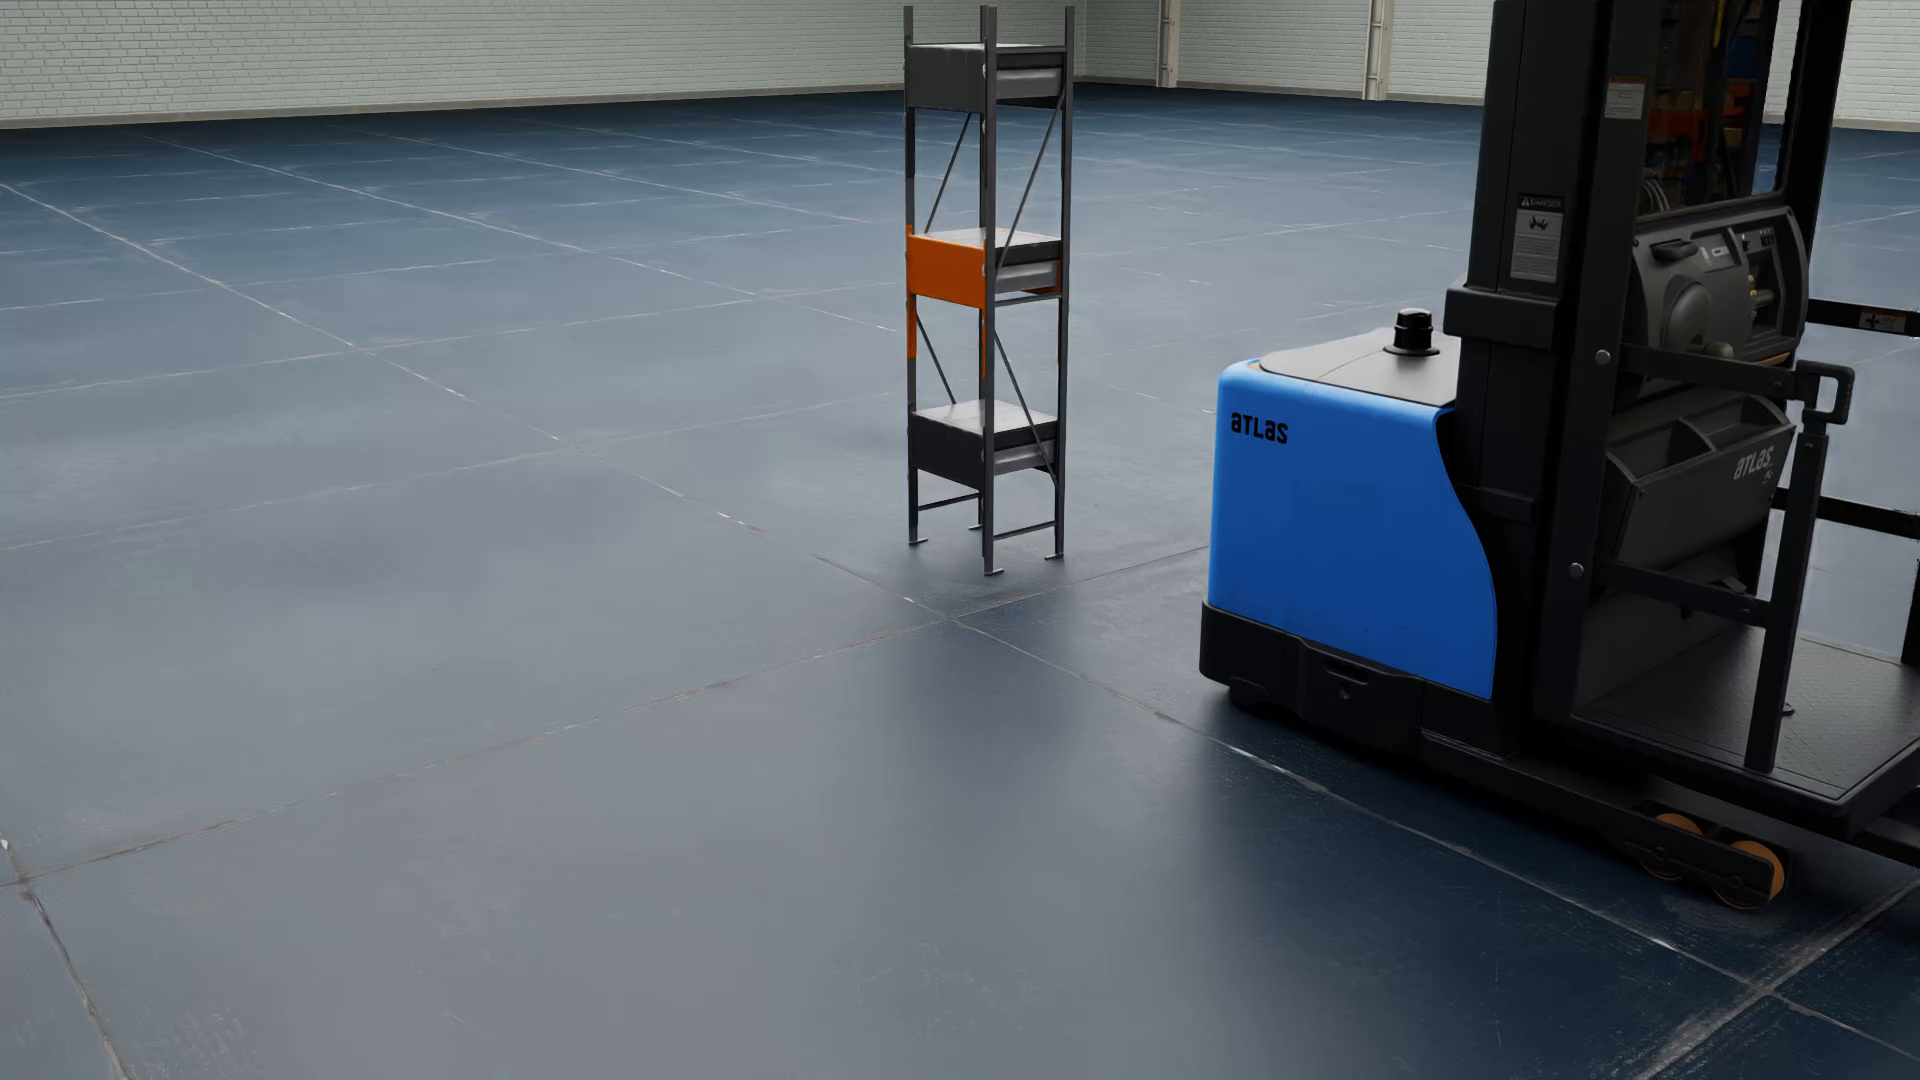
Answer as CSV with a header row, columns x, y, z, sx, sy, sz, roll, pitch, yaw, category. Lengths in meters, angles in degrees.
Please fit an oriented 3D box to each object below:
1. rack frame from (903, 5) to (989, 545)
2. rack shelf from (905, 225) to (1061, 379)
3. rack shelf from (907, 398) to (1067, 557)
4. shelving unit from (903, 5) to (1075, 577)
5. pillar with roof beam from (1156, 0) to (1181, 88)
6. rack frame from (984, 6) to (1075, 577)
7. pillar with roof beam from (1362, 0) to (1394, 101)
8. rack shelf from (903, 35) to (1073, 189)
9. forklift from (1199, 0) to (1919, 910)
x,y,z,sx,sy,sz,roll,pitch,yaw,category
-0.049,-1.016,6.591,0.400,2.100,0.015,-14,23,-36,rack frame
0.103,-0.943,6.414,0.431,0.518,0.480,-14,23,-36,rack shelf
0.103,-0.279,6.634,0.431,0.518,0.480,-14,23,-36,rack shelf
0.103,-0.956,6.409,0.431,2.100,0.503,-14,23,-36,shelving unit
1.434,-13.977,34.757,9.100,9.000,0.400,-14,23,-36,pillar with roof beam
0.254,-0.896,6.228,0.400,2.100,0.015,-14,23,-36,rack frame
5.159,-12.499,30.292,9.100,9.000,0.400,-14,23,-36,pillar with roof beam
0.103,-1.608,6.193,0.431,0.518,0.480,-14,23,-36,rack shelf
2.128,-0.659,4.190,1.130,2.935,3.031,-16,24,-39,forklift
